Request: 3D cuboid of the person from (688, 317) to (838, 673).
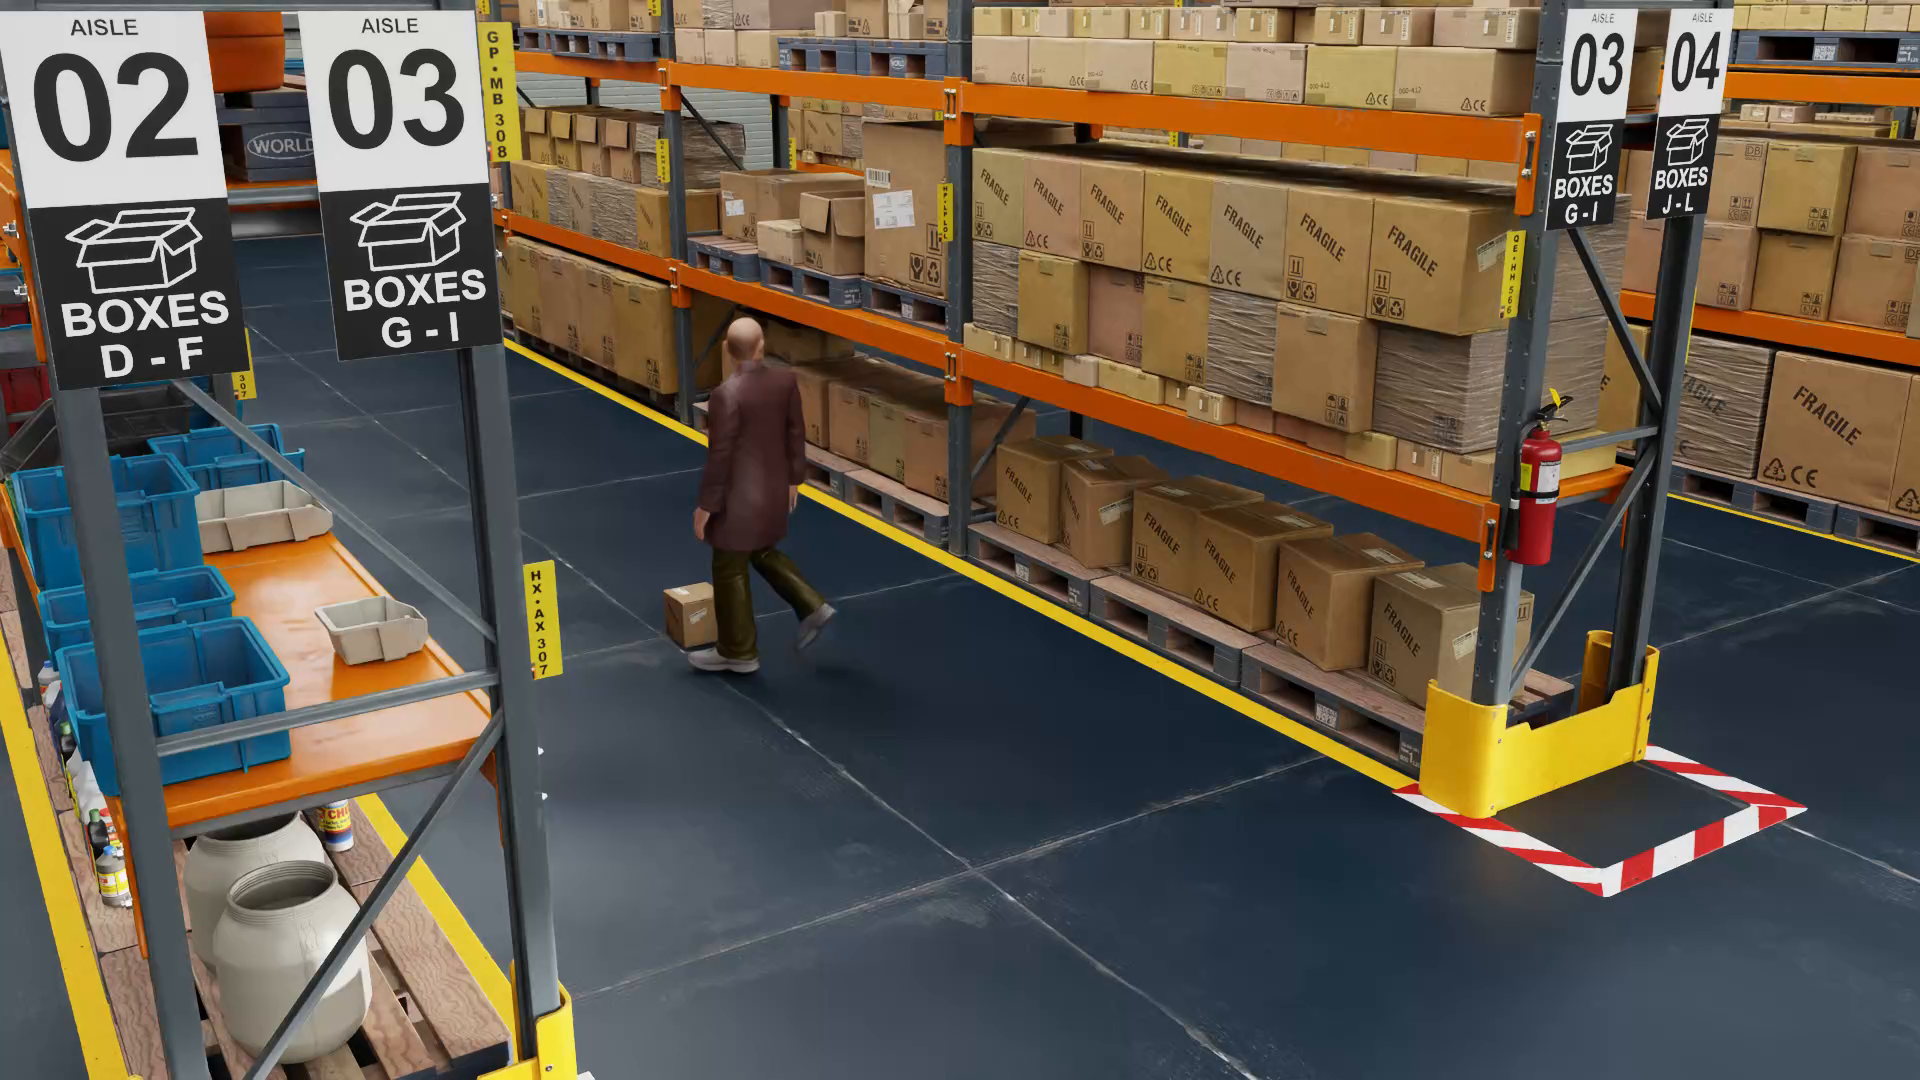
[{"bbox_3d":[-0.994,-0.203,8.155,0.674,1.772,0.649,11,21,31],"label":"person"}]
